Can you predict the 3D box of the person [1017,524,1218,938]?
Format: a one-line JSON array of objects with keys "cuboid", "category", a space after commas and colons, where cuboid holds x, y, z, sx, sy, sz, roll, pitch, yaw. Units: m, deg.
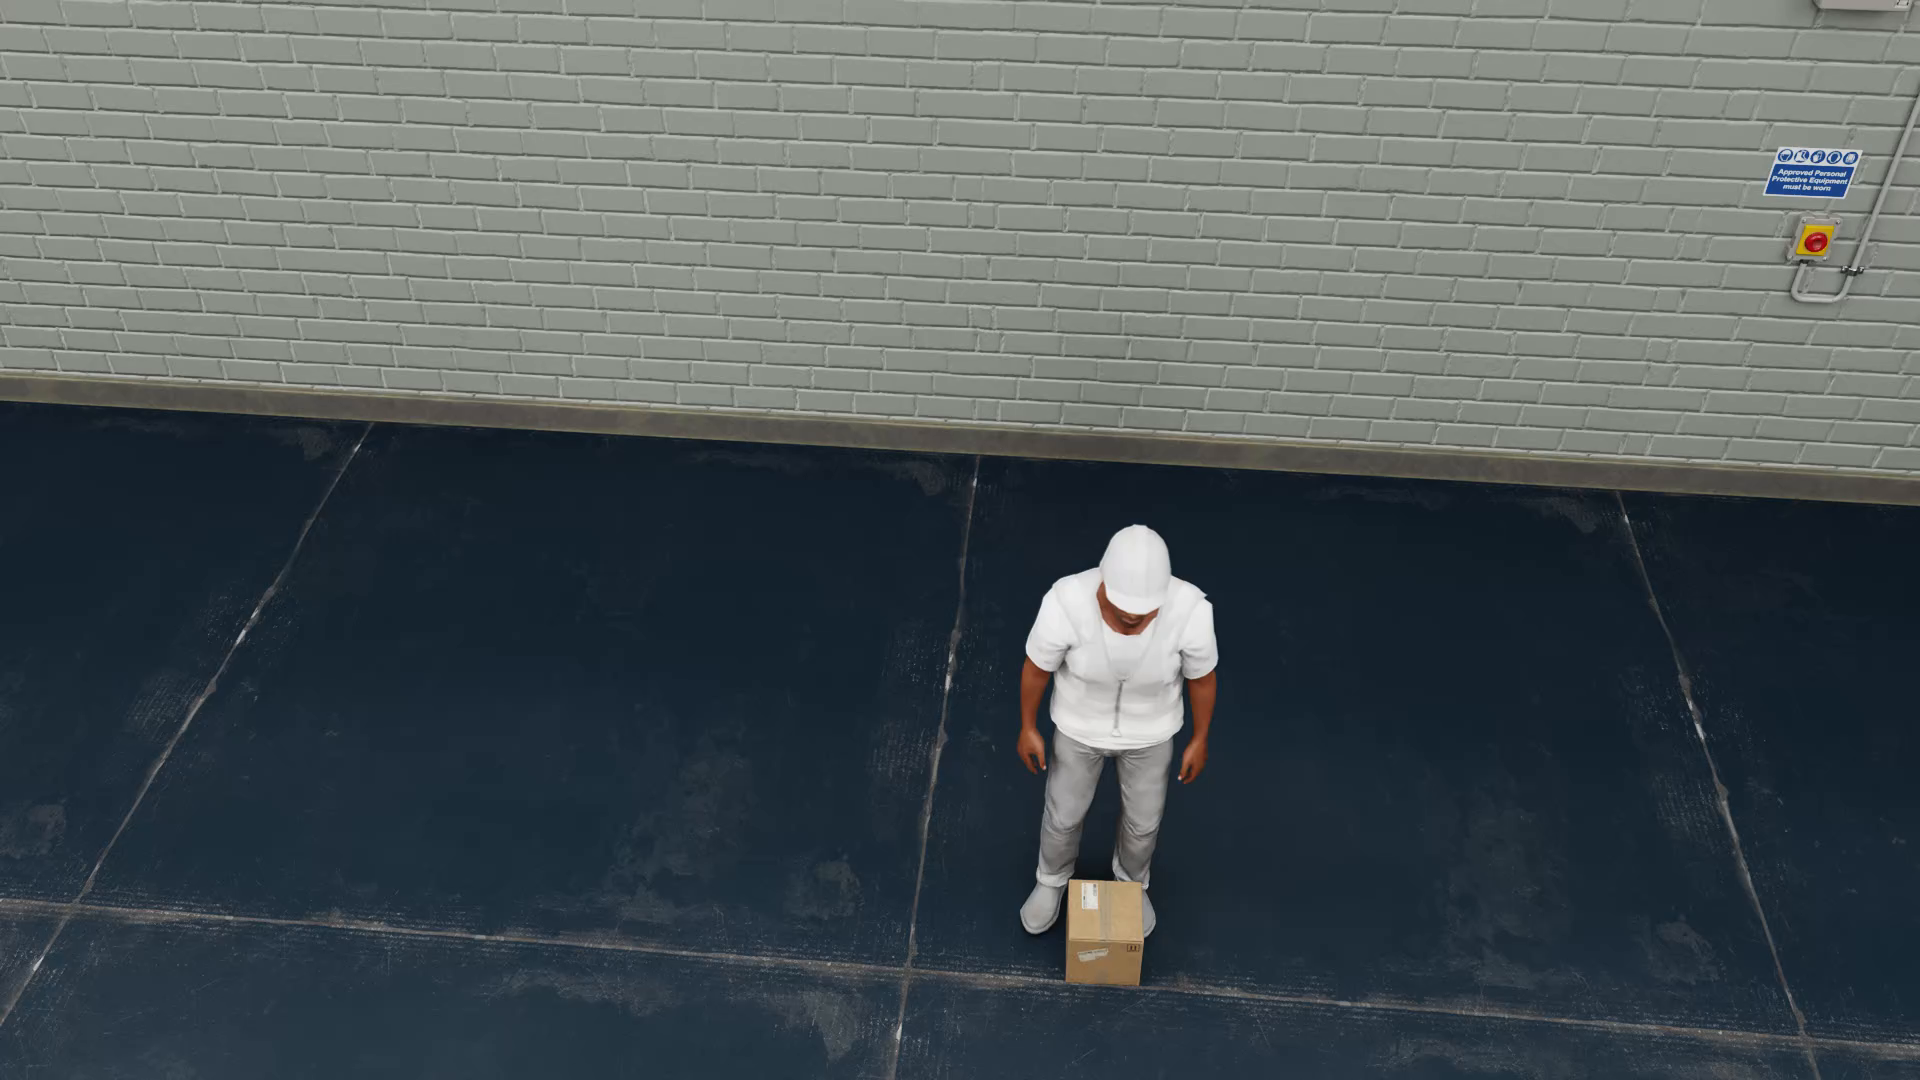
[{"cuboid": [0.500, 0.624, 5.393, 0.627, 1.761, 0.459, 3, 40, 4], "category": "person"}]
